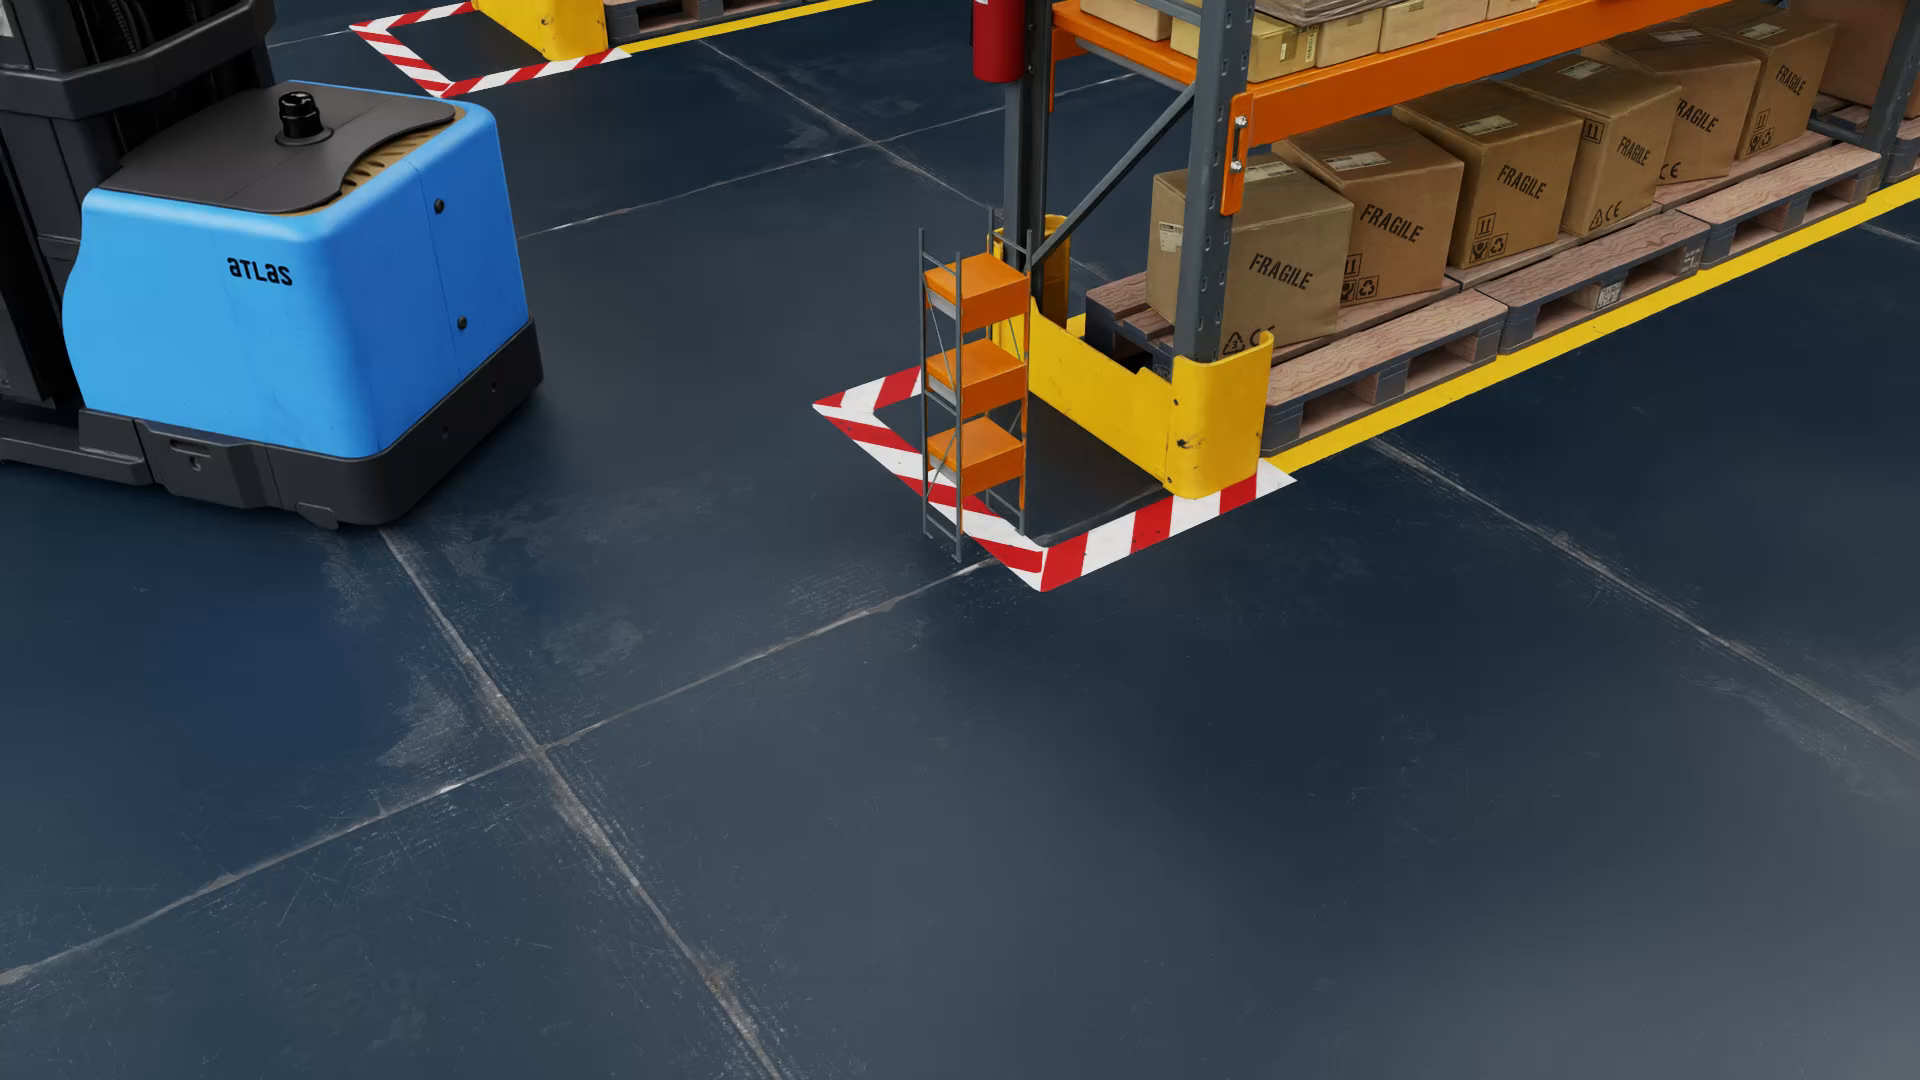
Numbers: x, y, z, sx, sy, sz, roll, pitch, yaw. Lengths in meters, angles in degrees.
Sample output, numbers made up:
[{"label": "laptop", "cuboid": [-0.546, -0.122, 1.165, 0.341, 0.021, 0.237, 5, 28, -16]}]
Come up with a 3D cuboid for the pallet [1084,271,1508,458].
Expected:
[{"label": "pallet", "cuboid": [1.232, -0.797, 6.177, 1.213, 0.211, 1.003, -22, 41, -28]}]

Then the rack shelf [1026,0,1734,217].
[{"label": "rack shelf", "cuboid": [2.120, -2.027, 6.116, 4.000, 0.370, 1.077, -22, 41, -28]}]

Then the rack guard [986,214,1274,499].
[{"label": "rack guard", "cuboid": [0.548, -0.657, 5.736, 0.348, 0.500, 1.175, -22, 41, -28]}]

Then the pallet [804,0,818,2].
[{"label": "pallet", "cuboid": [-0.669, -3.605, 10.082, 1.213, 0.211, 1.003, -22, 41, -28]}]

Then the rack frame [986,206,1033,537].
[{"label": "rack frame", "cuboid": [0.143, -0.485, 5.025, 0.008, 1.050, 0.200, -22, 41, -28]}]

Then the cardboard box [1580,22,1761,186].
[{"label": "cardboard box", "cuboid": [2.941, -1.836, 7.015, 0.500, 0.500, 0.500, -10, 37, -14]}]

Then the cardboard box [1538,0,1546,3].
[{"label": "cardboard box", "cuboid": [1.874, -1.950, 5.608, 0.250, 0.149, 0.380, -22, 41, -28]}]

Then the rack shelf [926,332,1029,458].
[{"label": "rack shelf", "cuboid": [0.044, -0.436, 4.975, 0.240, 0.259, 0.215, -22, 41, -28]}]

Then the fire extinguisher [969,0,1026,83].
[{"label": "fire extinguisher", "cuboid": [0.126, -1.797, 5.245, 0.183, 0.674, 0.296, -22, 41, -28]}]

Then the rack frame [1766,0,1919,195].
[{"label": "rack frame", "cuboid": [3.755, -2.992, 6.841, 0.127, 3.000, 1.000, -22, 41, -28]}]

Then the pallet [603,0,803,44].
[{"label": "pallet", "cuboid": [-1.666, -3.197, 9.515, 1.213, 0.211, 1.003, -22, 41, -28]}]

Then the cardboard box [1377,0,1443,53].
[{"label": "cardboard box", "cuboid": [1.284, -1.679, 5.230, 0.250, 0.149, 0.380, -22, 41, -28]}]

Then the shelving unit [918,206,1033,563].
[{"label": "shelving unit", "cuboid": [0.044, -0.444, 4.968, 0.252, 1.050, 0.215, -22, 41, -28]}]

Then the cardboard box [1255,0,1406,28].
[{"label": "cardboard box", "cuboid": [0.951, -1.980, 5.094, 0.500, 0.500, 0.875, -22, 41, -28]}]

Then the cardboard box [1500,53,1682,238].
[{"label": "cardboard box", "cuboid": [2.479, -1.590, 6.673, 0.500, 0.500, 0.500, -26, 43, -32]}]

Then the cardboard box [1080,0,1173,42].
[{"label": "cardboard box", "cuboid": [0.599, -1.739, 5.314, 0.250, 0.149, 0.380, -22, 41, -28]}]

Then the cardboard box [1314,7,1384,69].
[{"label": "cardboard box", "cuboid": [1.071, -1.602, 5.123, 0.250, 0.149, 0.380, -22, 41, -28]}]

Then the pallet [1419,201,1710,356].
[{"label": "pallet", "cuboid": [2.228, -1.205, 6.744, 1.213, 0.211, 1.003, -22, 41, -28]}]

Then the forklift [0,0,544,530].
[{"label": "forklift", "cuboid": [-3.059, -1.723, 5.136, 3.031, 2.935, 1.130, 11, 37, 14]}]

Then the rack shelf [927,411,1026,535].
[{"label": "rack shelf", "cuboid": [0.044, -0.210, 5.137, 0.240, 0.259, 0.215, -22, 41, -28]}]

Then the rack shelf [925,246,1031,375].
[{"label": "rack shelf", "cuboid": [0.044, -0.666, 4.809, 0.240, 0.259, 0.215, -22, 41, -28]}]

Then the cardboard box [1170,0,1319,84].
[{"label": "cardboard box", "cuboid": [0.856, -1.527, 5.019, 0.250, 0.149, 0.380, -22, 41, -28]}]

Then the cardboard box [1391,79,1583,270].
[{"label": "cardboard box", "cuboid": [1.997, -1.423, 6.441, 0.500, 0.500, 0.500, -18, 40, -24]}]

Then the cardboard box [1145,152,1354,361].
[{"label": "cardboard box", "cuboid": [1.005, -1.004, 5.859, 0.500, 0.500, 0.500, -15, 38, -20]}]

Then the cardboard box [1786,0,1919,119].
[{"label": "cardboard box", "cuboid": [4.269, -2.352, 7.716, 0.500, 0.500, 0.700, -26, 43, -31]}]

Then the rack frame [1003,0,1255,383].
[{"label": "rack frame", "cuboid": [0.485, -1.647, 4.971, 0.127, 3.000, 1.000, -22, 41, -28]}]

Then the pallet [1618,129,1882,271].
[{"label": "pallet", "cuboid": [3.226, -1.617, 7.318, 1.213, 0.211, 1.003, -22, 41, -28]}]

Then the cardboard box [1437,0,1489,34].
[{"label": "cardboard box", "cuboid": [1.476, -1.773, 5.361, 0.250, 0.149, 0.380, -22, 41, -28]}]

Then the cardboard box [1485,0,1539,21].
[{"label": "cardboard box", "cuboid": [1.685, -1.853, 5.473, 0.250, 0.149, 0.380, -22, 41, -28]}]

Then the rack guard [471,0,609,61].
[{"label": "rack guard", "cuboid": [-2.333, -3.044, 9.054, 0.348, 0.500, 1.175, -22, 41, -28]}]

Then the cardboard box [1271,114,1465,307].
[{"label": "cardboard box", "cuboid": [1.474, -1.222, 6.161, 0.500, 0.500, 0.500, -12, 37, -16]}]

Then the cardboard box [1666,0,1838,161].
[{"label": "cardboard box", "cuboid": [3.405, -2.032, 7.288, 0.500, 0.500, 0.500, -24, 42, -29]}]

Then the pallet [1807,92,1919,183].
[{"label": "pallet", "cuboid": [4.391, -2.123, 8.021, 1.213, 0.211, 1.003, -22, 41, -28]}]

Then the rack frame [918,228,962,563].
[{"label": "rack frame", "cuboid": [-0.056, -0.403, 4.911, 0.008, 1.050, 0.200, -22, 41, -28]}]
